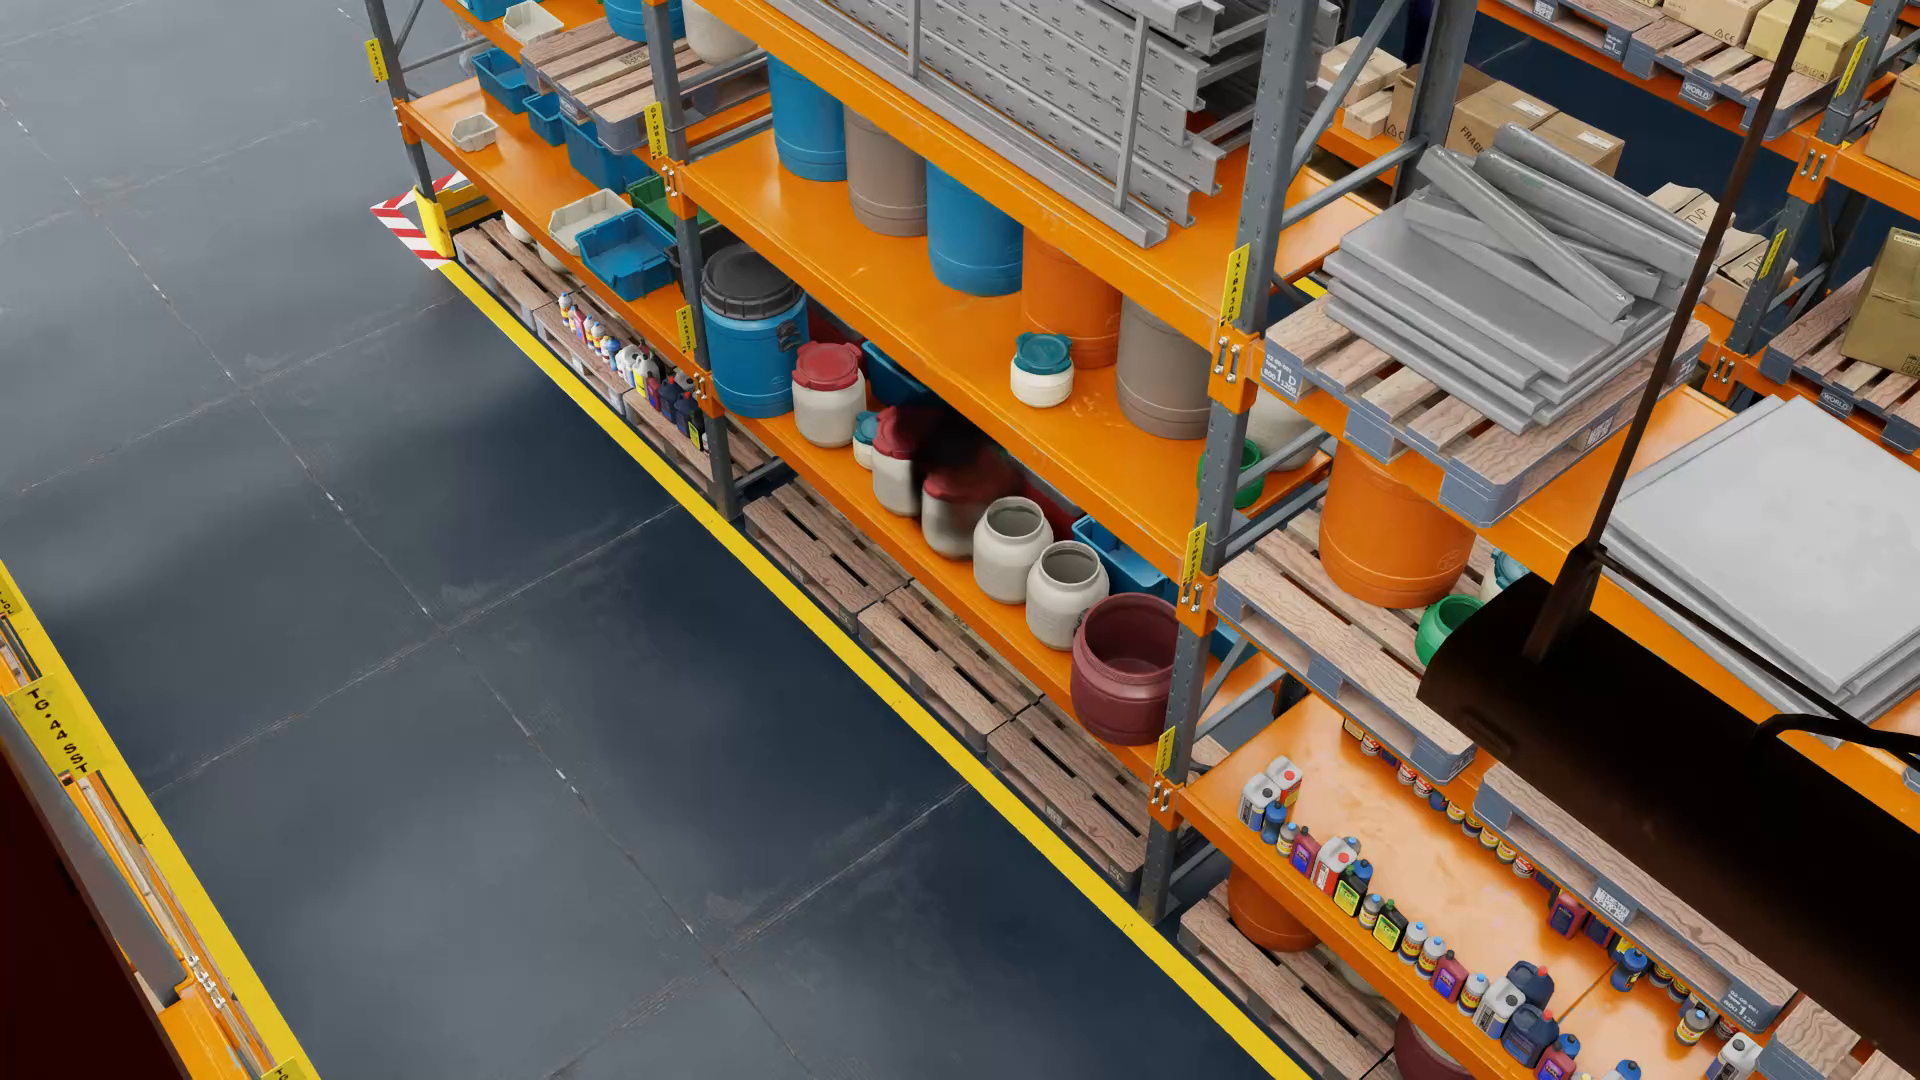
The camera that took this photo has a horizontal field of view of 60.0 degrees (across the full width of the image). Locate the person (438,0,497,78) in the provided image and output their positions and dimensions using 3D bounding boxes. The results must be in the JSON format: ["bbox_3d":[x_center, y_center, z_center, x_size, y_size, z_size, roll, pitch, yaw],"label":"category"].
[{"bbox_3d":[-3.980,-4.181,13.871,0.676,1.604,0.561,9,47,9],"label":"person"}]

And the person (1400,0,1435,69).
[{"bbox_3d":[4.003,-4.460,14.122,0.619,1.679,0.784,-31,54,-26],"label":"person"}]
